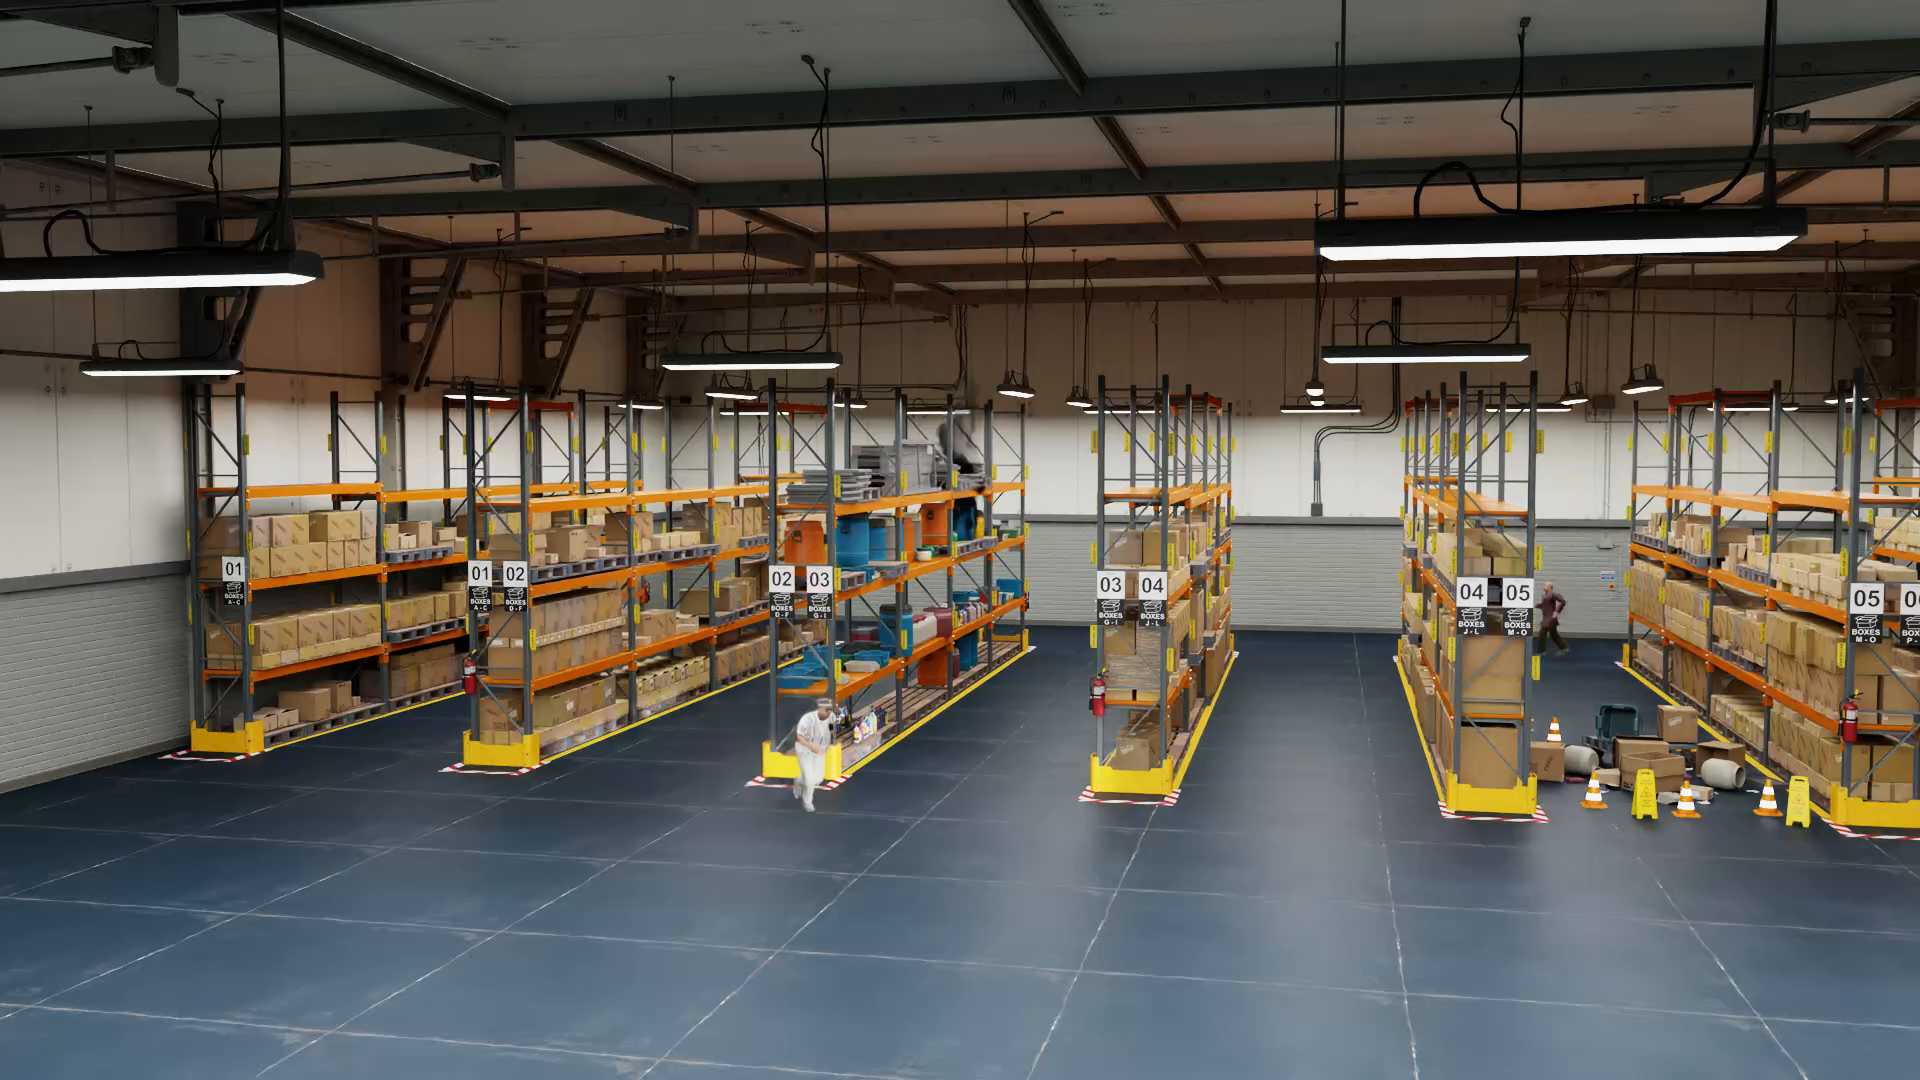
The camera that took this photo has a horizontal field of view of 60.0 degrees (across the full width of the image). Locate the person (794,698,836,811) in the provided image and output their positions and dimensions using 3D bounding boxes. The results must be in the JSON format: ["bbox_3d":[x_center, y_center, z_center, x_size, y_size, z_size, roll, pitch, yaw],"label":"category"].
[{"bbox_3d":[-2.005,2.923,22.830,0.676,1.598,0.889,-3,4,-38],"label":"person"}]

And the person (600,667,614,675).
[{"bbox_3d":[-7.582,2.088,35.535,0.666,1.758,0.742,0,3,8],"label":"person"}]

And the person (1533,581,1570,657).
[{"bbox_3d":[13.856,1.878,39.001,0.952,1.824,0.647,0,3,6],"label":"person"}]
